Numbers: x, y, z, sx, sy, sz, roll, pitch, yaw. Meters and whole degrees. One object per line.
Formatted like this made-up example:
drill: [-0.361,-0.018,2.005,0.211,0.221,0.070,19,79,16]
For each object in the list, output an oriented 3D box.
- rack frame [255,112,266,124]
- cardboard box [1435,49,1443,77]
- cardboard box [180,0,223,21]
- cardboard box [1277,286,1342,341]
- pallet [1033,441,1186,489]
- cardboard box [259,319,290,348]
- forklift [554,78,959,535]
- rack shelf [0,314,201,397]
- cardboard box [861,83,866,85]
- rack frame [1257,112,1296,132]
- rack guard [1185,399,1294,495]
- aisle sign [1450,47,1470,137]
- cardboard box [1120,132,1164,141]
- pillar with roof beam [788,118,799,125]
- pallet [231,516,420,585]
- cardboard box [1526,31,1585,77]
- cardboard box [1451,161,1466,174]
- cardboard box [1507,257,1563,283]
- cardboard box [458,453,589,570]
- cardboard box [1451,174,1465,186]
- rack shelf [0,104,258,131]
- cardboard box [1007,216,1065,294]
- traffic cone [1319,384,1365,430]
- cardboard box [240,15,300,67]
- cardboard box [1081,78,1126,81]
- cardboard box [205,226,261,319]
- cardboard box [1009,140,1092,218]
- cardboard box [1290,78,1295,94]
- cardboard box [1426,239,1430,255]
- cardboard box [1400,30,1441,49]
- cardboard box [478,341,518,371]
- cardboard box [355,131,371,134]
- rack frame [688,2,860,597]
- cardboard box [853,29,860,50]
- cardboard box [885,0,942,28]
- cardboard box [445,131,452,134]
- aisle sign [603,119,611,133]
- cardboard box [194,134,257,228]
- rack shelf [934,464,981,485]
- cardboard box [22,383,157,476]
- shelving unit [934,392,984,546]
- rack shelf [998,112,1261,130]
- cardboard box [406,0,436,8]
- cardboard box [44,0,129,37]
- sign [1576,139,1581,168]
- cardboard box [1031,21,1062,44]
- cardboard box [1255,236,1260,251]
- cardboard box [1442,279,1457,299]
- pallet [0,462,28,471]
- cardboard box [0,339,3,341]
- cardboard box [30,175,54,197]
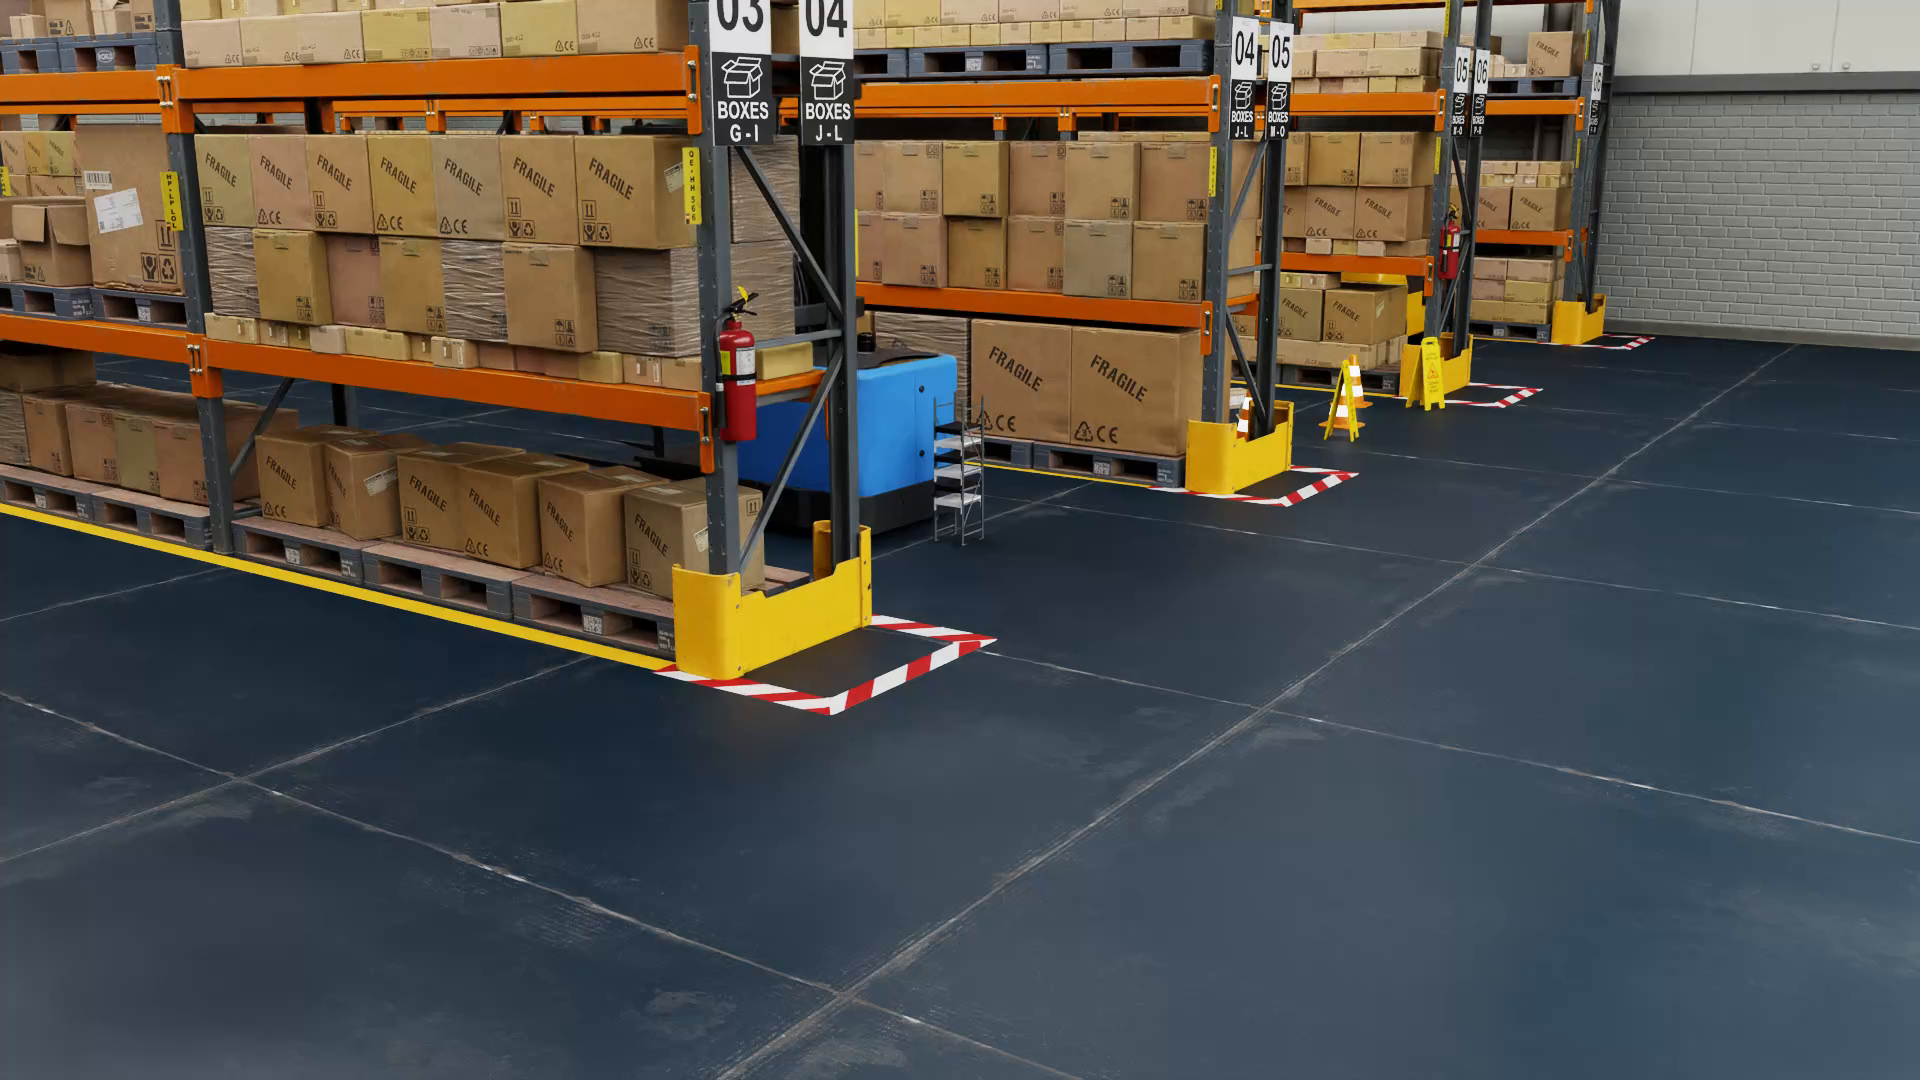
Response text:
rack frame: [-7.942,-3.514,18.276,0.127,3.000,1.000,9,17,33]
cardboard box: [4.426,-4.553,15.926,0.500,0.250,0.500,9,16,32]
cardboard box: [-4.058,-2.937,9.187,0.250,0.149,0.380,9,16,31]
cardboard box: [3.449,-2.263,16.511,0.500,0.500,0.500,10,17,35]
pallet: [1.309,-0.643,12.480,1.213,0.211,1.003,9,17,33]
cardboard box: [-3.722,-1.191,9.414,0.250,0.149,0.380,9,17,33]
forklift: [-1.493,-1.683,11.021,3.031,2.935,1.130,10,17,35]
rack shelf: [-5.815,-1.385,11.172,4.000,0.370,1.077,9,17,33]
cardboard box: [-1.163,-5.354,19.257,0.500,0.500,0.700,9,17,33]
rack frame: [4.142,-4.432,21.984,0.127,3.000,1.000,9,17,33]
rack guard: [2.036,-0.688,12.062,0.348,0.500,1.175,9,17,33]
aisle sign: [4.584,-4.101,15.237,0.004,0.787,0.394,9,17,33]
cardboard box: [2.031,-3.945,17.109,0.500,0.500,0.700,9,17,33]
pillar with roof beam: [-4.973,-7.832,23.233,0.400,9.000,9.100,9,17,33]
pallet: [-3.578,-0.029,10.001,1.213,0.211,1.003,9,17,33]
cardboard box: [6.958,-5.663,19.425,0.500,0.500,0.500,10,17,35]
cardboard box: [6.149,-4.527,20.190,0.250,0.149,0.380,10,17,34]
cardboard box: [6.905,-3.249,19.975,0.500,0.250,0.500,10,17,35]
cardboard box: [-2.369,-0.168,9.087,0.500,0.500,0.500,11,18,38]
cardboard box: [6.160,-4.387,20.244,0.250,0.149,0.380,9,16,31]
rack shelf: [-9.601,-4.889,19.085,4.000,0.370,1.077,9,17,33]
cardboard box: [0.819,-2.188,12.606,0.550,0.550,0.875,9,17,33]
traffic cone: [3.280,-1.207,14.237,0.334,0.463,0.336,9,17,33]
cardboard box: [-3.483,-2.668,8.927,0.500,0.250,0.500,9,17,32]
cardboard box: [1.588,-4.856,17.147,0.500,0.250,0.500,9,16,32]
cardboard box: [-3.817,-1.586,9.660,0.500,0.500,0.875,9,17,33]
cardboard box: [0.833,-2.717,12.496,0.550,0.550,0.875,9,17,33]
cardboard box: [3.195,-4.409,16.171,0.250,0.149,0.380,9,16,31]
cardboard box: [4.528,-2.870,16.198,0.250,0.149,0.380,9,17,33]
cardboard box: [4.249,-4.613,15.336,0.250,0.149,0.380,9,17,33]
cardboard box: [-2.234,-0.969,8.517,0.250,0.149,0.380,9,17,33]
cardboard box: [-8.442,-5.797,23.859,0.250,0.149,0.380,10,17,34]
rack frame: [-0.836,-0.929,7.835,0.127,3.000,1.000,9,17,33]
cardboard box: [-0.769,-3.843,12.803,0.250,0.149,0.380,9,17,33]
cardboard box: [-0.215,-3.965,12.466,0.500,0.250,0.500,9,16,32]
cardboard box: [-6.934,-5.555,22.883,0.250,0.149,0.380,9,17,33]
aisle sign: [-6.035,-7.254,27.973,0.004,0.787,0.394,9,17,33]
cardboard box: [-3.924,-2.033,9.385,0.500,0.500,0.500,9,17,33]
rack shelf: [-0.007,-0.406,10.227,0.200,0.077,0.258,9,17,33]
cardboard box: [-5.966,-0.770,11.477,0.500,0.500,0.700,11,18,37]
shelving unit: [-0.007,-0.438,10.219,0.210,0.900,0.258,9,17,33]
rack shelf: [2.483,-5.807,22.793,4.000,0.370,1.077,9,17,33]
cardboard box: [-2.518,-2.703,8.240,0.250,0.149,0.380,8,16,30]
cardboard box: [-5.272,-3.385,10.422,0.637,0.503,0.797,10,17,35]
sign: [7.147,-4.466,19.220,0.005,0.325,0.100,9,17,33]
cardboard box: [0.706,-3.605,11.841,0.250,0.149,0.380,9,16,32]
cardboard box: [3.007,-3.000,16.721,0.250,0.149,0.380,9,17,33]
cardboard box: [6.033,-3.145,20.592,0.500,0.250,0.500,9,16,32]
pallet: [-6.827,-0.543,12.079,1.213,0.211,1.003,9,17,33]
cardboard box: [-8.036,-1.271,12.764,0.875,0.875,1.225,8,16,30]
cardboard box: [-10.584,-4.061,19.660,0.500,0.500,0.500,9,17,33]
